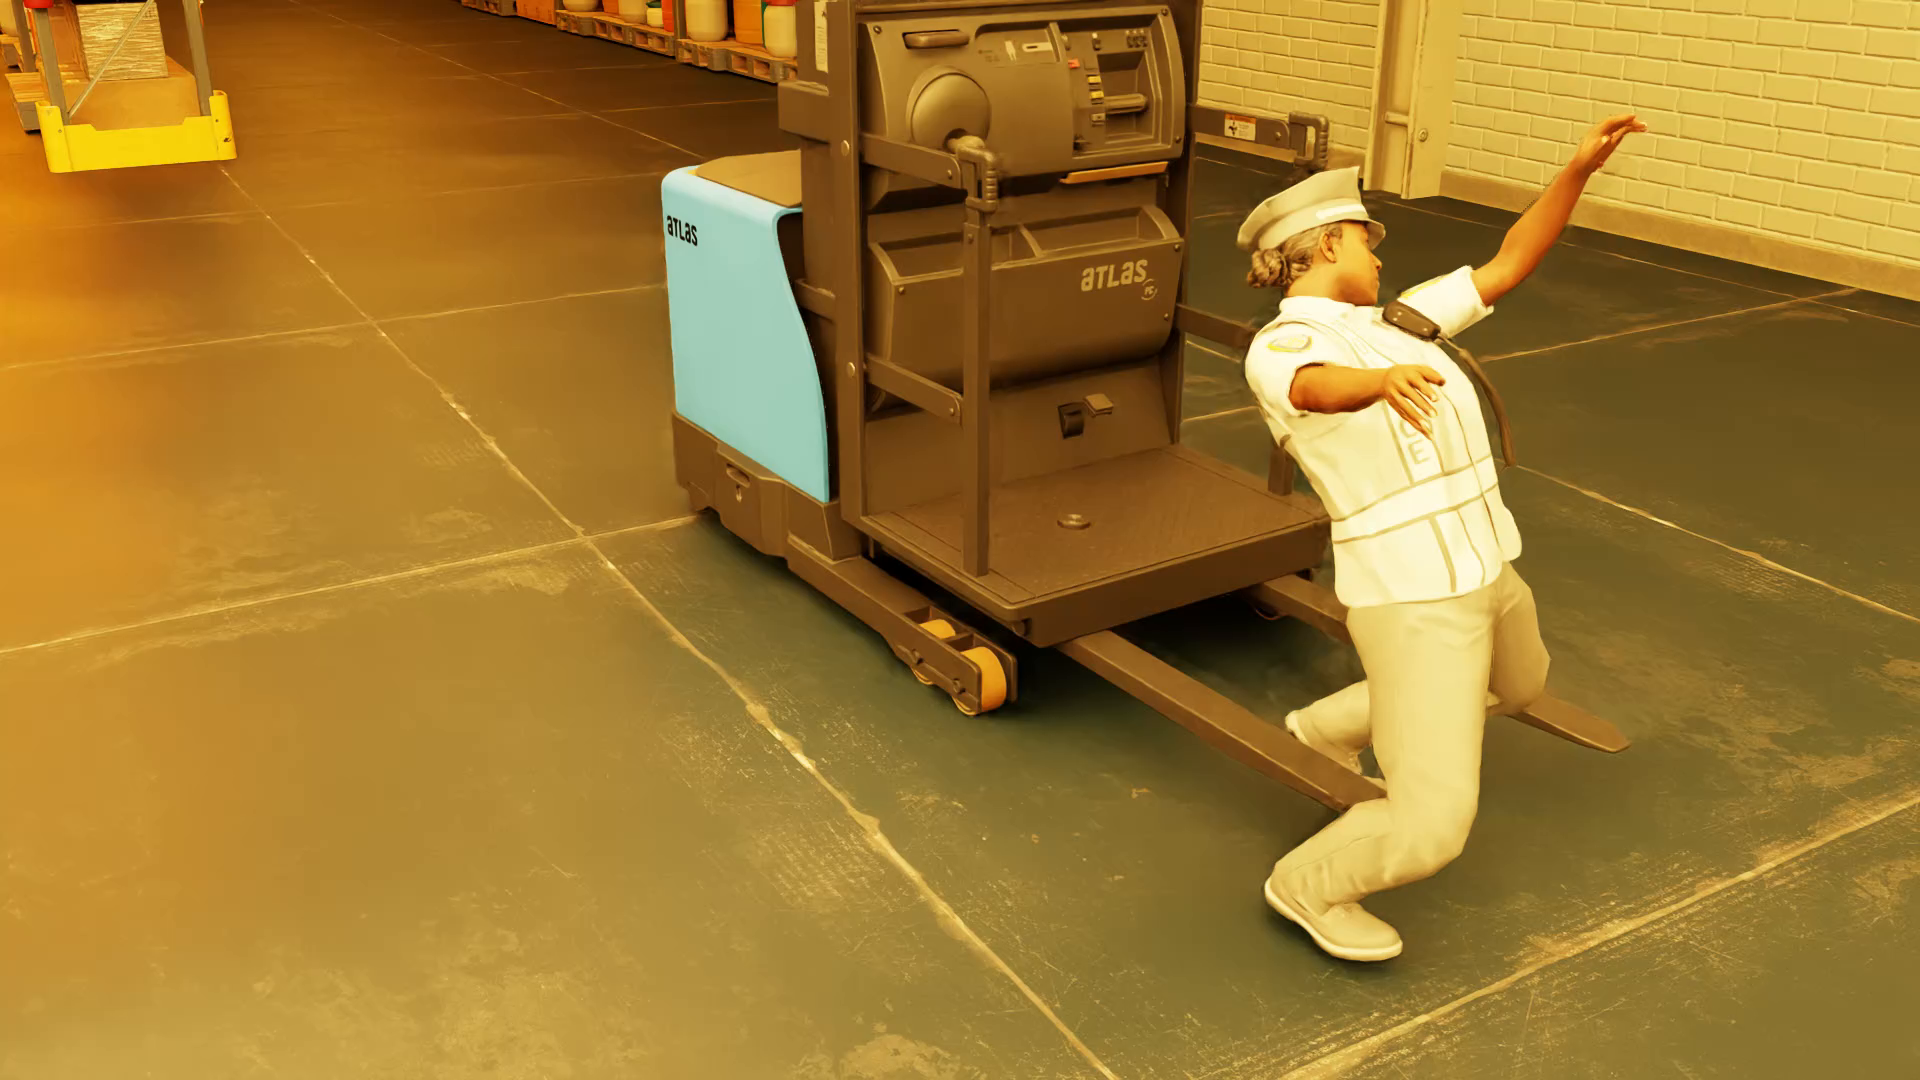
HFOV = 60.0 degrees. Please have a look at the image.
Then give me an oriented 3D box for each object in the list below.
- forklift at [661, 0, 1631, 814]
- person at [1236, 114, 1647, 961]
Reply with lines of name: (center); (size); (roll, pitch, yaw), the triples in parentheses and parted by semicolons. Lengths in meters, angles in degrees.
forklift: (0.304, -1.130, 4.028); (1.130, 2.935, 3.031); (-14, 26, -31)
person: (0.695, 0.039, 2.963); (0.695, 1.543, 0.993); (12, 25, 27)
